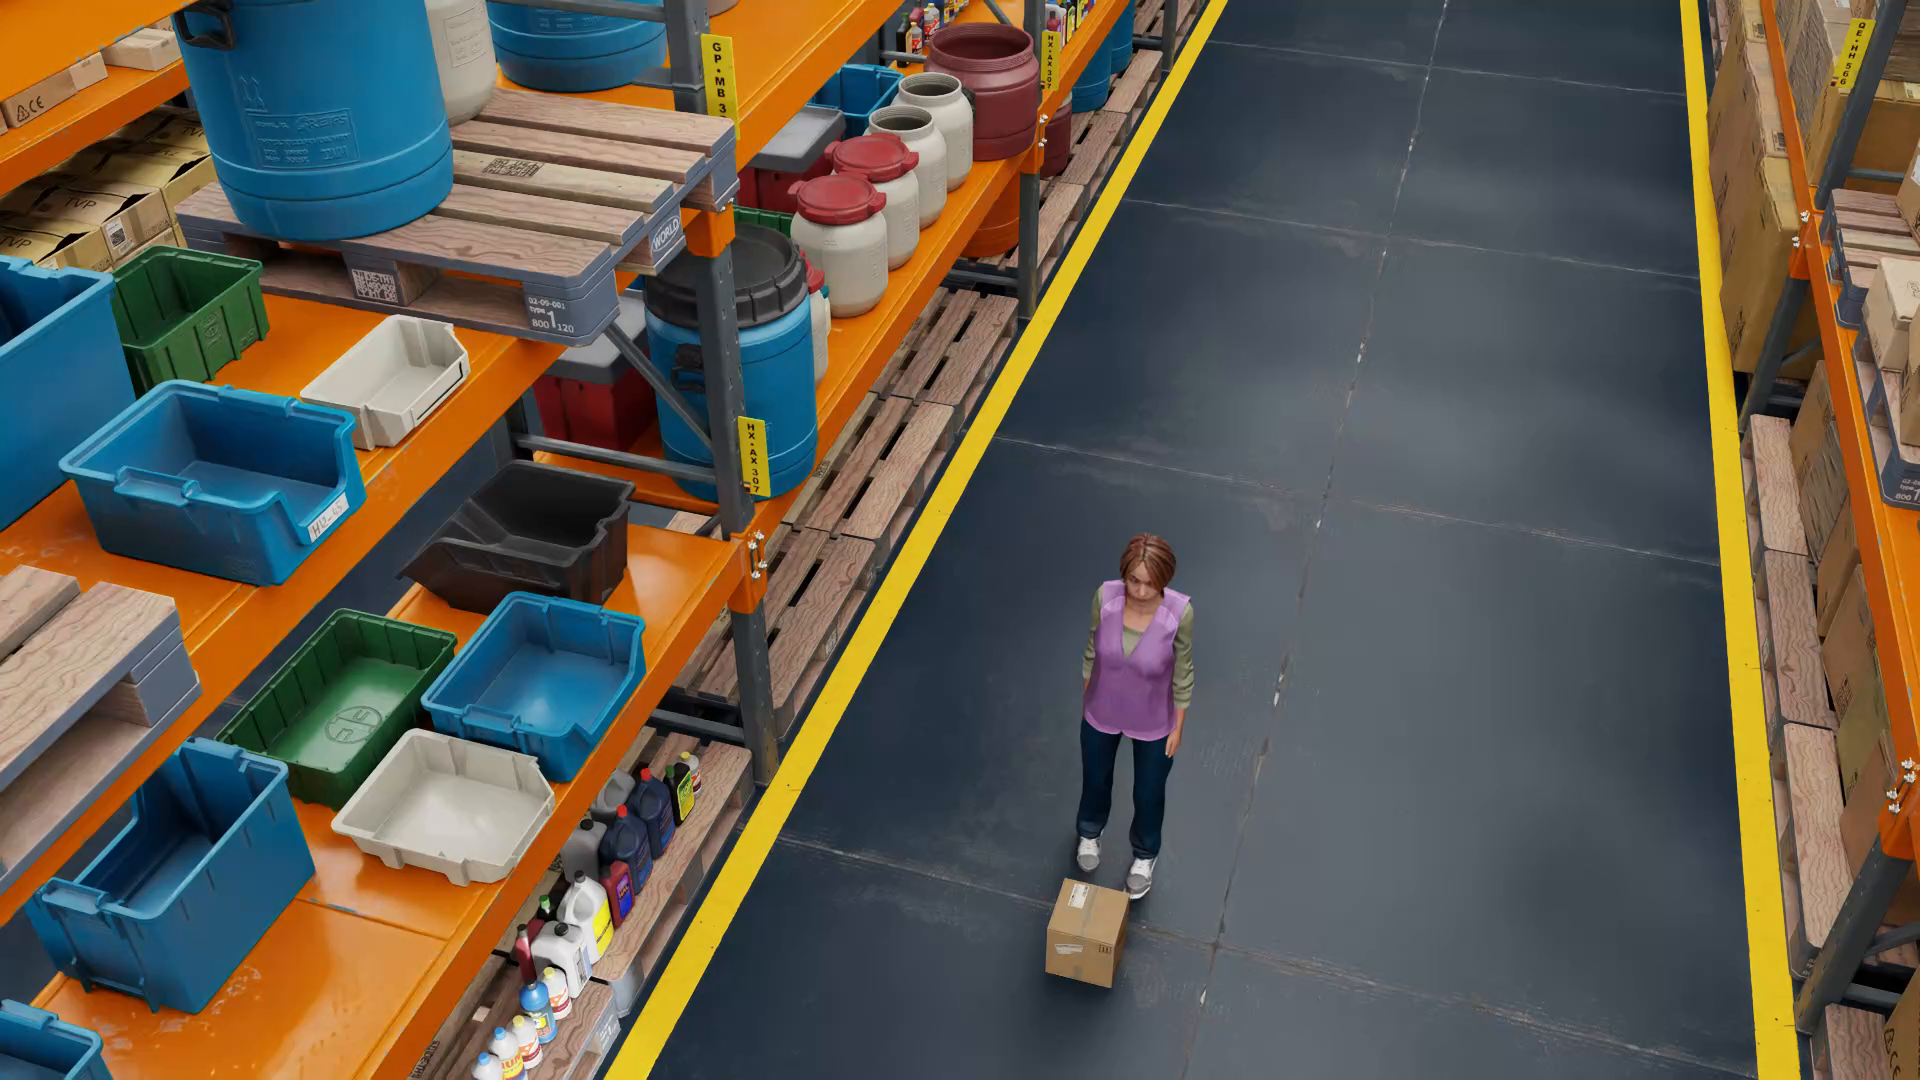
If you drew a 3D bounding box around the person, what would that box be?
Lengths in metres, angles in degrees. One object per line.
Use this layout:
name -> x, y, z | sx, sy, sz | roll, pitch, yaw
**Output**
person -> 0.632, 0.659, 6.072 | 0.409, 1.622, 0.349 | 12, 39, 15
